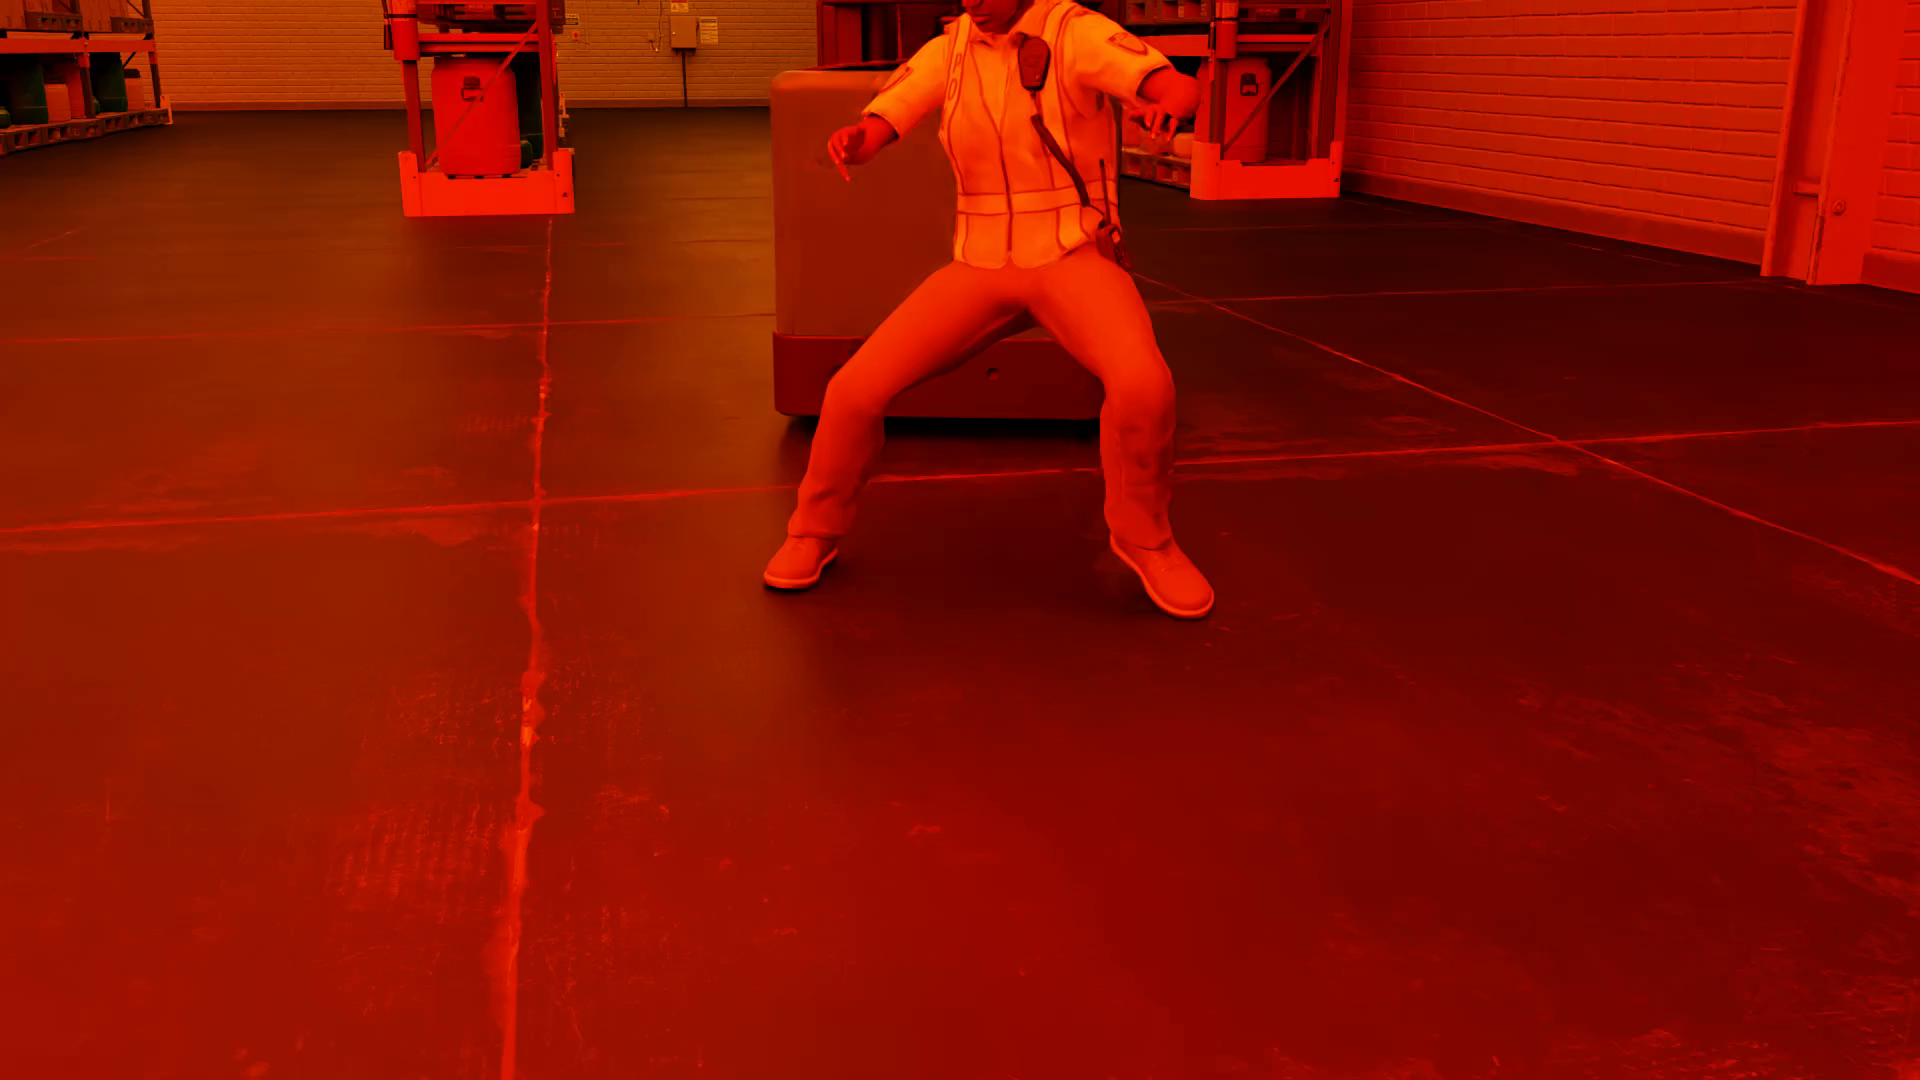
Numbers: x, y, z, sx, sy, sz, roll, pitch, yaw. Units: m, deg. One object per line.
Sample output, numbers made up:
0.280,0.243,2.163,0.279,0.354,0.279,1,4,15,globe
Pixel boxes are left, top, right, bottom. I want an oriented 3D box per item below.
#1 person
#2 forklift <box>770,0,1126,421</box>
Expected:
0.063,-0.575,3.430,0.995,1.436,0.712,9,19,28,person
0.057,-2.132,6.050,1.130,2.935,3.031,1,17,4,forklift
